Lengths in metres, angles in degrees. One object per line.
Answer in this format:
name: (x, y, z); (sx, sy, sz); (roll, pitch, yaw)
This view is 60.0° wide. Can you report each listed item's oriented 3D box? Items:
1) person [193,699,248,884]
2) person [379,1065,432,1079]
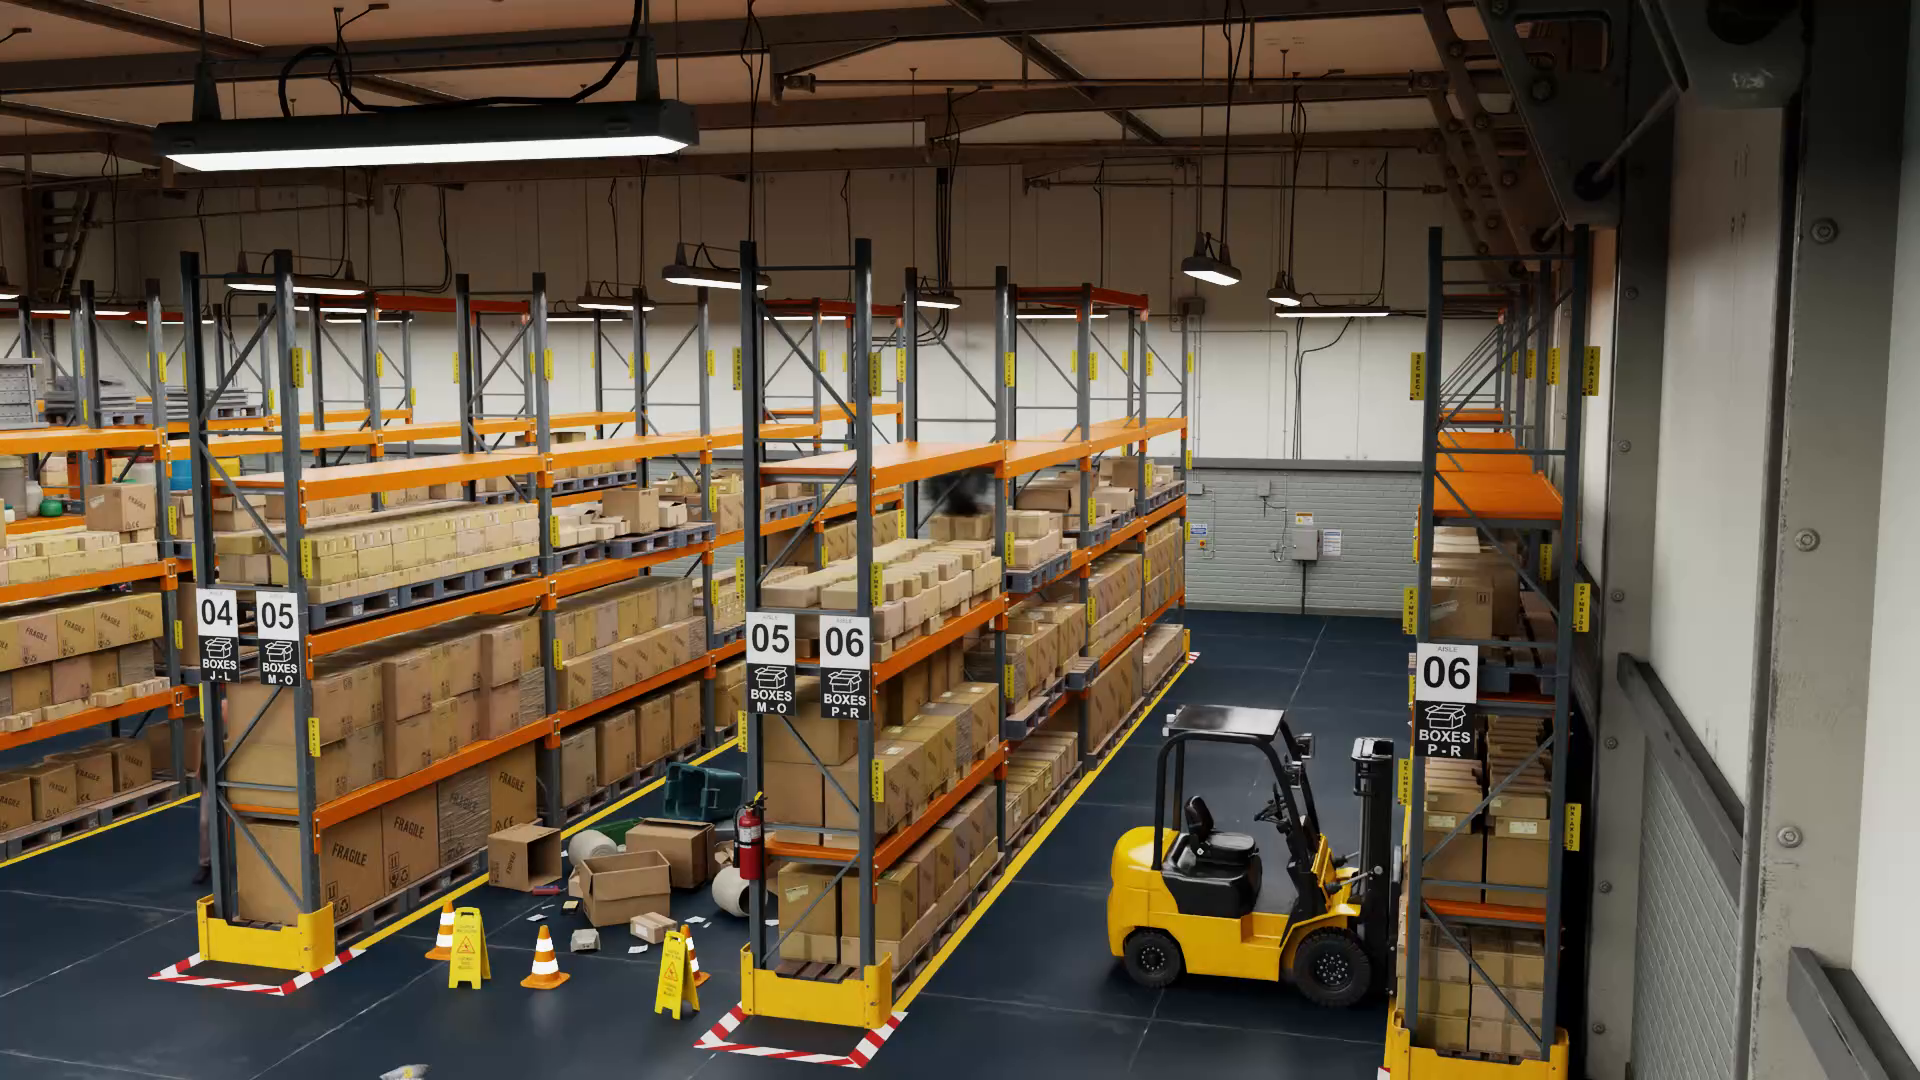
person: (-7.296, 2.441, 16.511); (0.645, 1.734, 0.904); (1, 6, 7)
person: (-2.728, 3.424, 8.283); (0.563, 1.742, 0.736); (-2, 7, -19)
